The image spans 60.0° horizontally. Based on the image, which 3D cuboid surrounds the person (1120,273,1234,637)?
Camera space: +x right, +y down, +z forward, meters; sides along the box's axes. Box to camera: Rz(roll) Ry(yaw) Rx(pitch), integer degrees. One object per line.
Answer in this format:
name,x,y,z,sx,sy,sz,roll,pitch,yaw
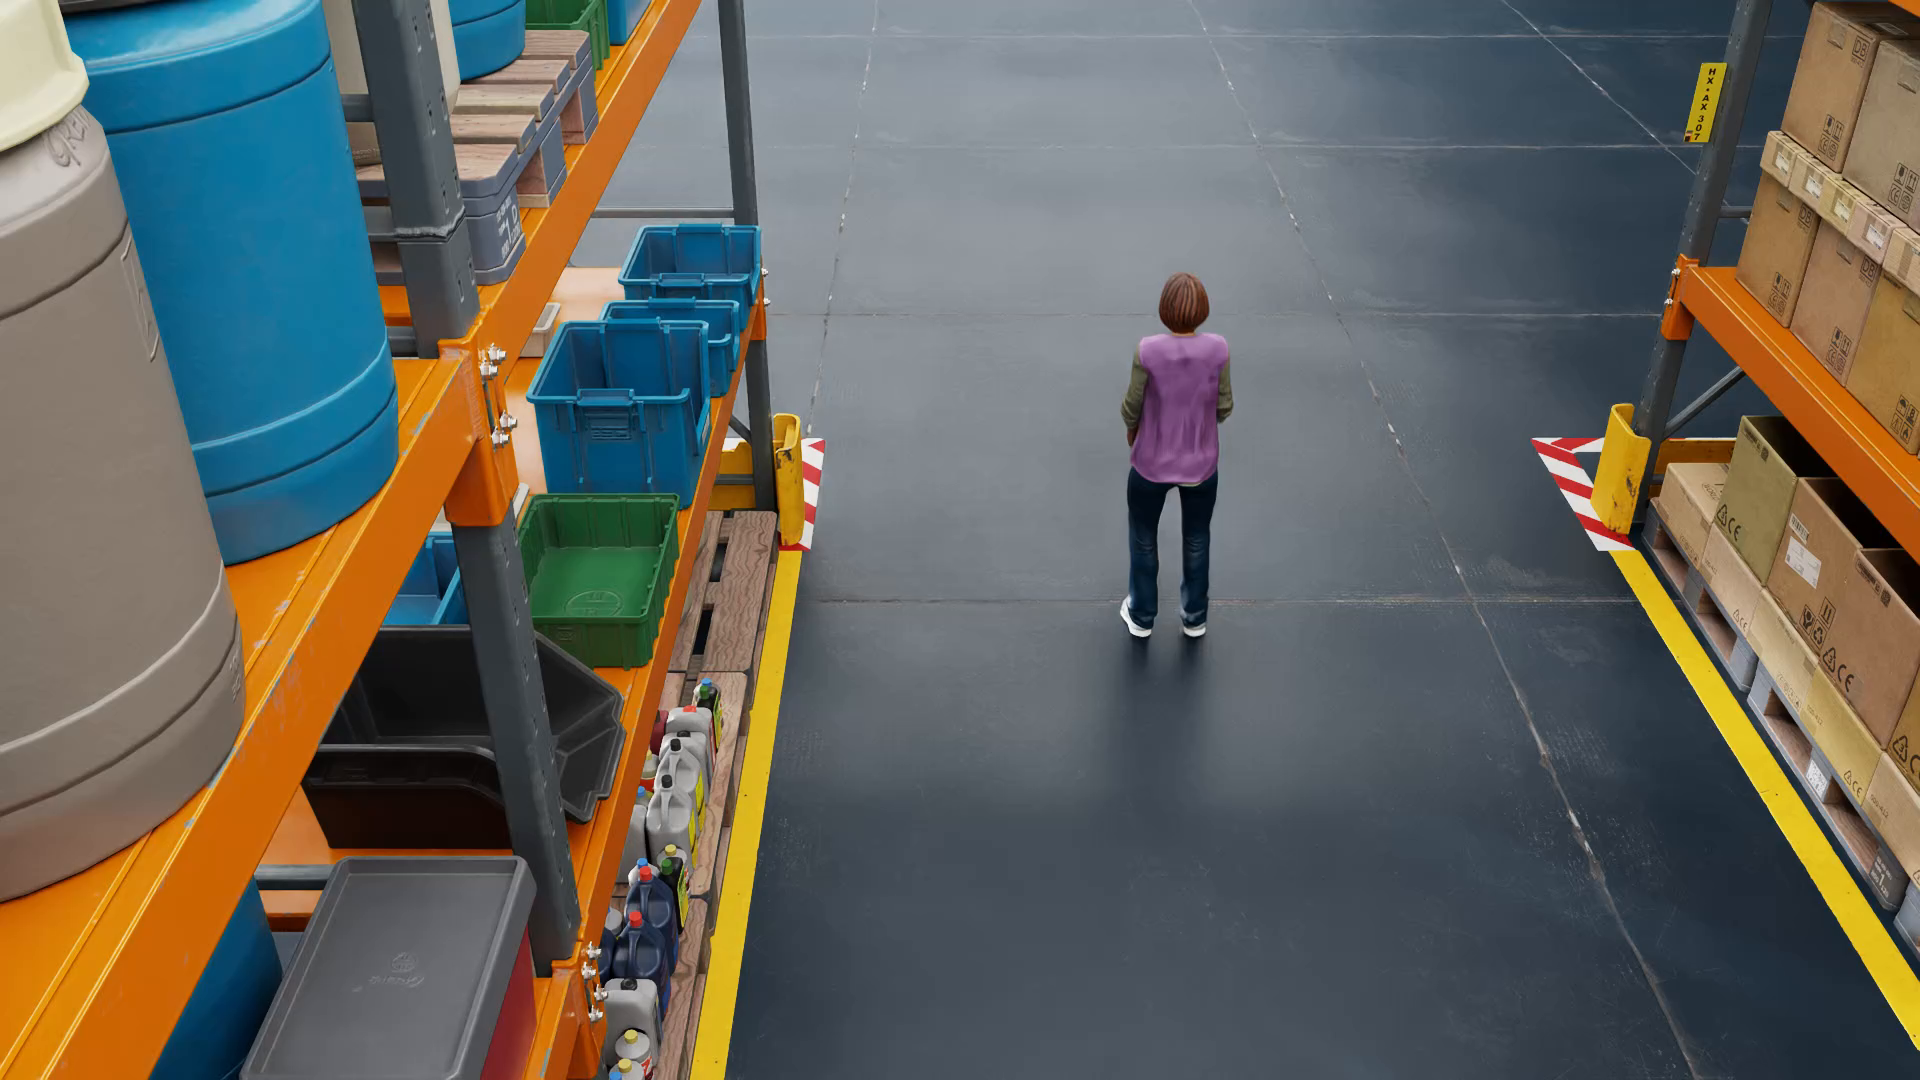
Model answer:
person,0.851,-0.328,6.662,0.444,1.603,0.397,-1,32,-1
